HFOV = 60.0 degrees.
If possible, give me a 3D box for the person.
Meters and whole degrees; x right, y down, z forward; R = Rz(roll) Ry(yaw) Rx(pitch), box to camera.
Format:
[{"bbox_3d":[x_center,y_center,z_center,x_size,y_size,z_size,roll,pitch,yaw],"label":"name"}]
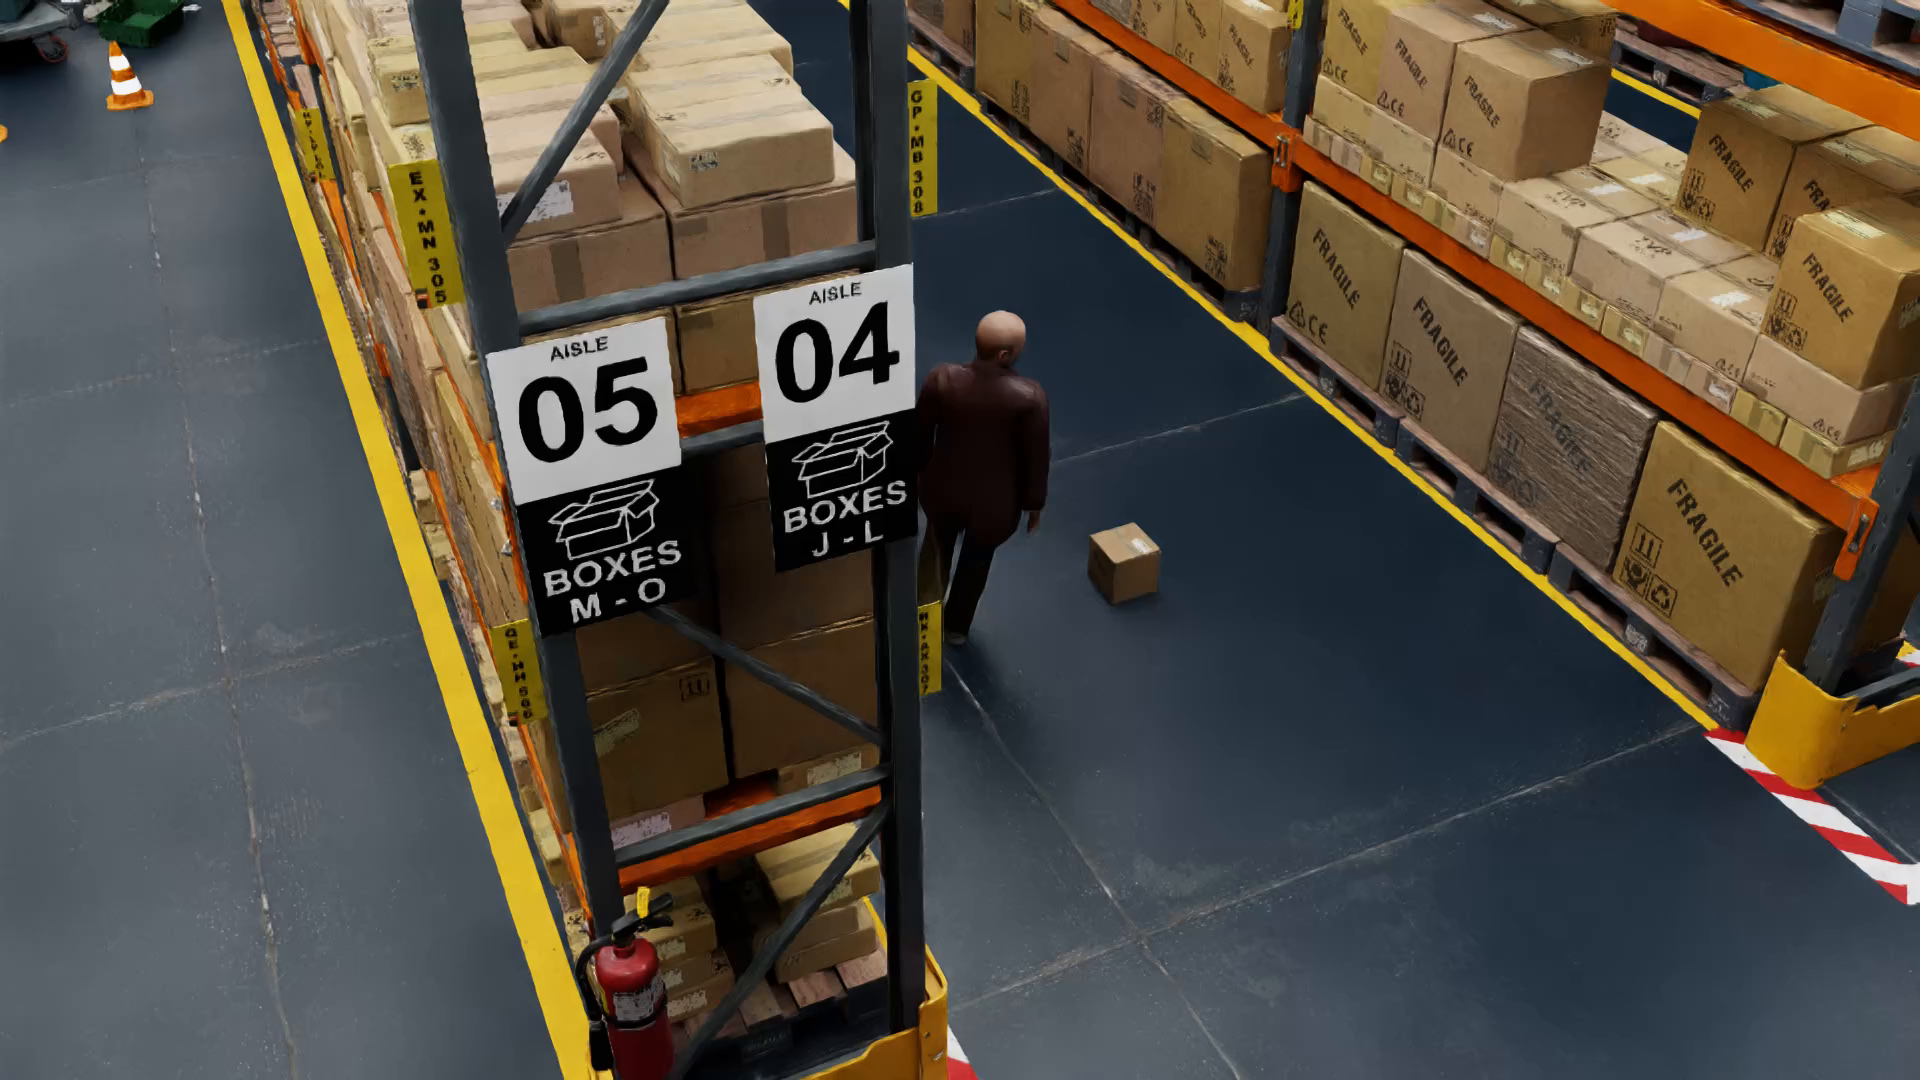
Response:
[{"bbox_3d":[0.076,-0.240,7.202,0.651,1.761,0.600,6,37,8],"label":"person"}]
